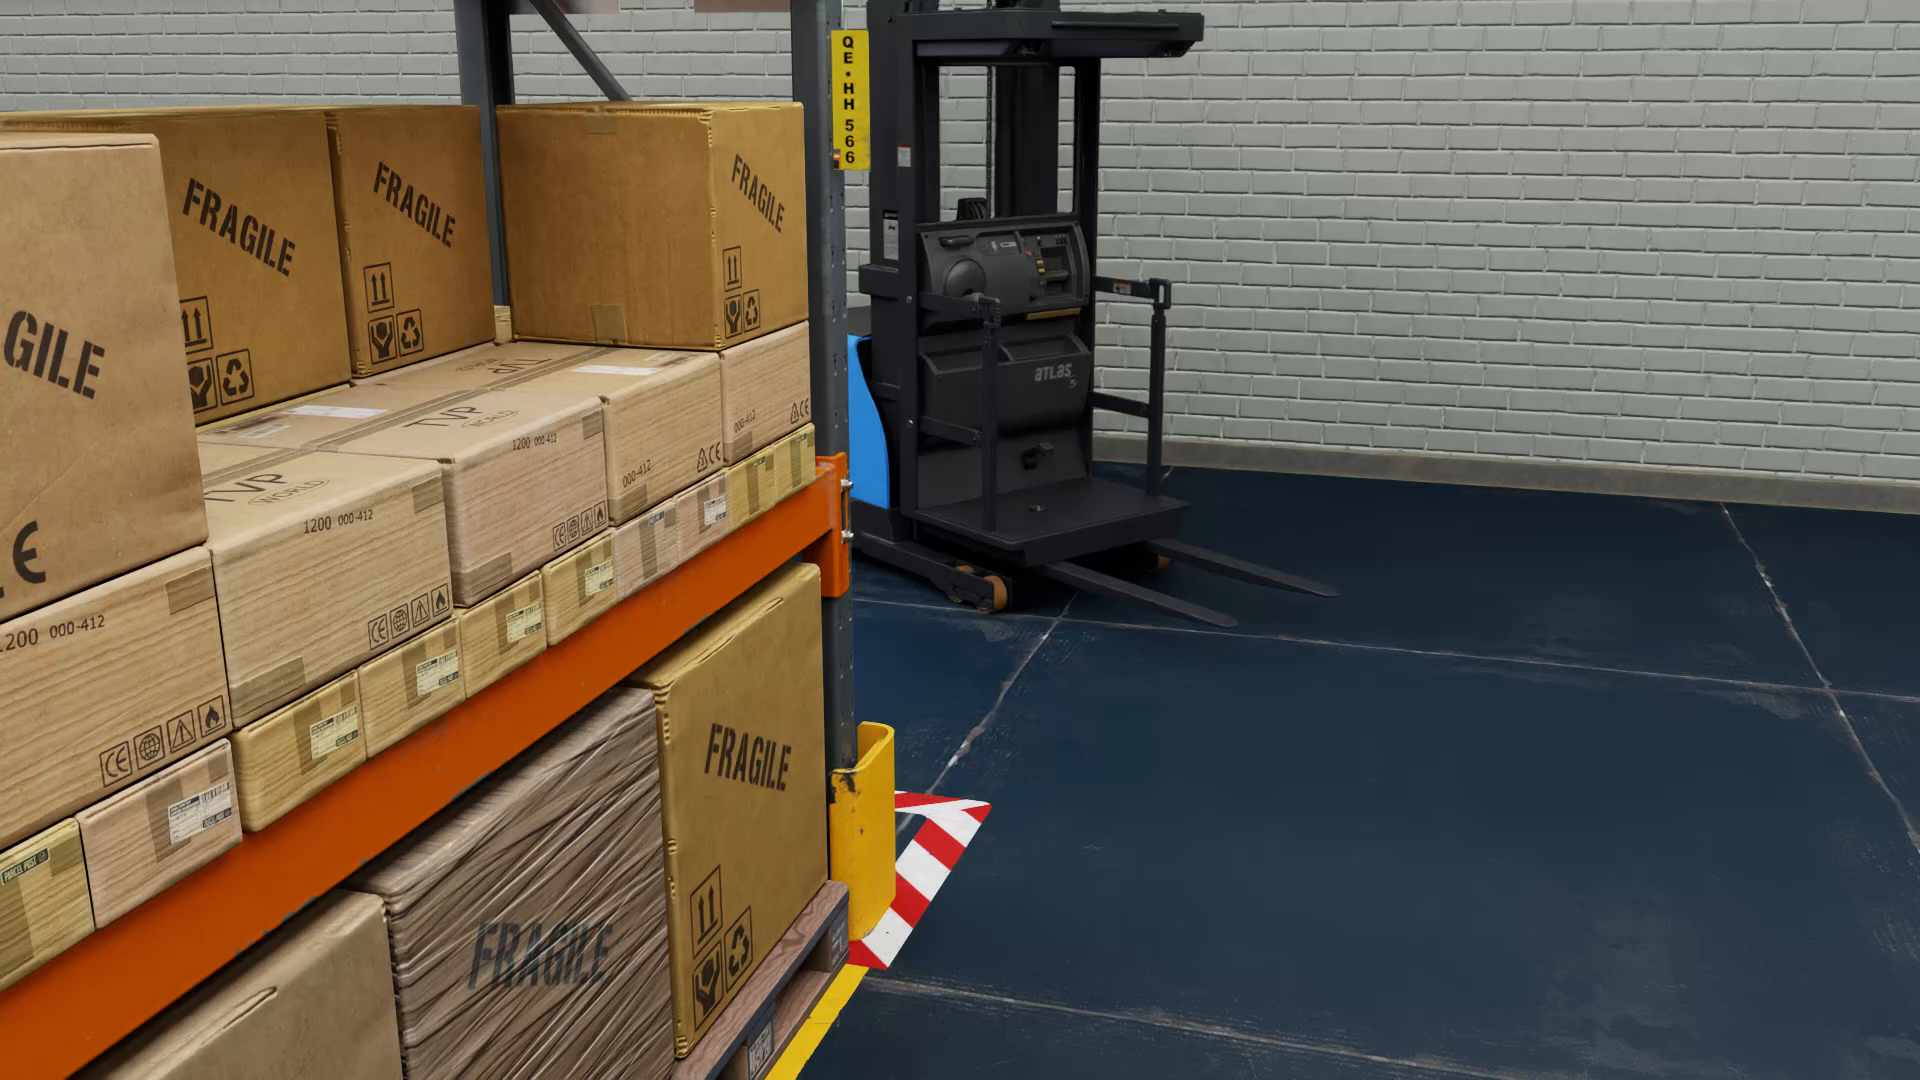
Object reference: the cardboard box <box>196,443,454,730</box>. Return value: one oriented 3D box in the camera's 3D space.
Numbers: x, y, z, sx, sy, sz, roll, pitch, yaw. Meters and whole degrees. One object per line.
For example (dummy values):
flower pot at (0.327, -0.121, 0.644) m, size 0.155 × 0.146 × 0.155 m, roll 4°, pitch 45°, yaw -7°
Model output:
cardboard box at (-1.100, 0.043, 2.409) m, size 0.500 × 0.250 × 0.500 m, roll 5°, pitch 16°, yaw 16°

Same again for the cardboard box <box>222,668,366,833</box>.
cardboard box at (-1.075, 0.272, 2.332) m, size 0.380 × 0.149 × 0.250 m, roll 4°, pitch 16°, yaw 14°

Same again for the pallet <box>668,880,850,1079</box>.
pallet at (-0.935, 1.121, 3.989) m, size 1.003 × 0.211 × 1.213 m, roll 5°, pitch 16°, yaw 16°

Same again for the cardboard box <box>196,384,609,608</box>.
cardboard box at (-0.955, -0.093, 2.890) m, size 0.500 × 0.250 × 0.500 m, roll 4°, pitch 16°, yaw 14°

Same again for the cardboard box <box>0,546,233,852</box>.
cardboard box at (-1.247, 0.172, 1.956) m, size 0.500 × 0.250 × 0.500 m, roll 5°, pitch 17°, yaw 17°

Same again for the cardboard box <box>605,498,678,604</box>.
cardboard box at (-0.785, 0.003, 3.280) m, size 0.380 × 0.149 × 0.250 m, roll 5°, pitch 17°, yaw 17°

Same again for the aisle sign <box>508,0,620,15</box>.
aisle sign at (-1.050, -1.728, 4.161) m, size 0.394 × 0.787 × 0.004 m, roll 5°, pitch 16°, yaw 16°

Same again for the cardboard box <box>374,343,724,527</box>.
cardboard box at (-0.811, -0.226, 3.360) m, size 0.500 × 0.250 × 0.500 m, roll 4°, pitch 16°, yaw 15°

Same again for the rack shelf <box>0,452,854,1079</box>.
rack shelf at (-1.351, 0.434, 2.621) m, size 1.077 × 0.370 × 4.000 m, roll 5°, pitch 16°, yaw 16°

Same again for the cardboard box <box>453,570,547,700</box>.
cardboard box at (-0.931, 0.139, 2.801) m, size 0.380 × 0.149 × 0.250 m, roll 5°, pitch 16°, yaw 16°

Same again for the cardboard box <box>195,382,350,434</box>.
cardboard box at (-1.466, -0.134, 3.034) m, size 0.500 × 0.250 × 0.500 m, roll 4°, pitch 16°, yaw 14°

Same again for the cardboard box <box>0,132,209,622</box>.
cardboard box at (-1.248, -0.191, 1.860) m, size 0.500 × 0.500 × 0.500 m, roll 4°, pitch 16°, yaw 14°

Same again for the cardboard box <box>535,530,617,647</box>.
cardboard box at (-0.857, 0.072, 3.041) m, size 0.380 × 0.149 × 0.250 m, roll 4°, pitch 16°, yaw 15°

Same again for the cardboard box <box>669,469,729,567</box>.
cardboard box at (-0.714, -0.062, 3.510) m, size 0.380 × 0.149 × 0.250 m, roll 5°, pitch 16°, yaw 16°

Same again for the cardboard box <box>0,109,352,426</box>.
cardboard box at (-1.462, -0.496, 2.935) m, size 0.500 × 0.500 × 0.500 m, roll 4°, pitch 16°, yaw 14°

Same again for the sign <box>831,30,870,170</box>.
sign at (-0.267, -1.061, 4.016) m, size 0.100 × 0.325 × 0.005 m, roll 5°, pitch 16°, yaw 16°

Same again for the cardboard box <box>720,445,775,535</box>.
cardboard box at (-0.641, -0.128, 3.743) m, size 0.380 × 0.149 × 0.250 m, roll 5°, pitch 17°, yaw 16°

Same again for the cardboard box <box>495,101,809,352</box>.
cardboard box at (-0.670, -0.719, 3.724) m, size 0.500 × 0.500 × 0.500 m, roll 5°, pitch 17°, yaw 17°

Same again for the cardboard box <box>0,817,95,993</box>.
cardboard box at (-1.222, 0.407, 1.858) m, size 0.380 × 0.149 × 0.250 m, roll 4°, pitch 16°, yaw 15°

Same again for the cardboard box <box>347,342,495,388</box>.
cardboard box at (-1.320, -0.265, 3.497) m, size 0.500 × 0.250 × 0.500 m, roll 4°, pitch 16°, yaw 15°

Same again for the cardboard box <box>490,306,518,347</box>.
cardboard box at (-1.178, -0.402, 3.978) m, size 0.500 × 0.250 × 0.500 m, roll 4°, pitch 16°, yaw 14°

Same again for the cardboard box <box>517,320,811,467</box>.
cardboard box at (-0.666, -0.359, 3.828) m, size 0.500 × 0.250 × 0.500 m, roll 4°, pitch 16°, yaw 15°

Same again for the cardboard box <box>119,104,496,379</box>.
cardboard box at (-1.320, -0.632, 3.415) m, size 0.500 × 0.500 × 0.500 m, roll 4°, pitch 16°, yaw 15°

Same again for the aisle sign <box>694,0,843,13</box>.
aisle sign at (-0.475, -1.682, 3.997) m, size 0.394 × 0.787 × 0.004 m, roll 5°, pitch 16°, yaw 16°

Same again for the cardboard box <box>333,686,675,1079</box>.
cardboard box at (-1.147, 0.797, 3.148) m, size 0.875 × 0.875 × 0.875 m, roll 5°, pitch 16°, yaw 16°

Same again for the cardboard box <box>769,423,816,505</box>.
cardboard box at (-0.569, -0.196, 3.983) m, size 0.380 × 0.149 × 0.250 m, roll 5°, pitch 17°, yaw 17°

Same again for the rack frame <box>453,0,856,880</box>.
rack frame at (-0.783, -0.435, 4.367) m, size 1.000 × 3.000 × 0.127 m, roll 5°, pitch 16°, yaw 16°

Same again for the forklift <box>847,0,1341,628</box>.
forklift at (0.346, -1.244, 7.343) m, size 1.130 × 2.935 × 3.031 m, roll -12°, pitch 20°, yaw -37°

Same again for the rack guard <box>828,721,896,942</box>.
rack guard at (-0.776, 0.761, 4.730) m, size 1.175 × 0.500 × 0.348 m, roll 5°, pitch 16°, yaw 16°

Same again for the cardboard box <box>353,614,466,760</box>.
cardboard box at (-1.003, 0.204, 2.573) m, size 0.380 × 0.149 × 0.250 m, roll 5°, pitch 17°, yaw 17°

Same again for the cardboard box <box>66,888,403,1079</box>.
cardboard box at (-1.400, 1.029, 2.327) m, size 0.875 × 0.875 × 0.875 m, roll 5°, pitch 16°, yaw 16°

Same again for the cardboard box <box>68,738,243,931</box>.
cardboard box at (-1.149, 0.341, 2.090) m, size 0.380 × 0.149 × 0.250 m, roll 5°, pitch 17°, yaw 17°

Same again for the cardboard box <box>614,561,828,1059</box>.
cardboard box at (-0.888, 0.558, 3.988) m, size 0.875 × 0.875 × 0.875 m, roll 5°, pitch 16°, yaw 16°
